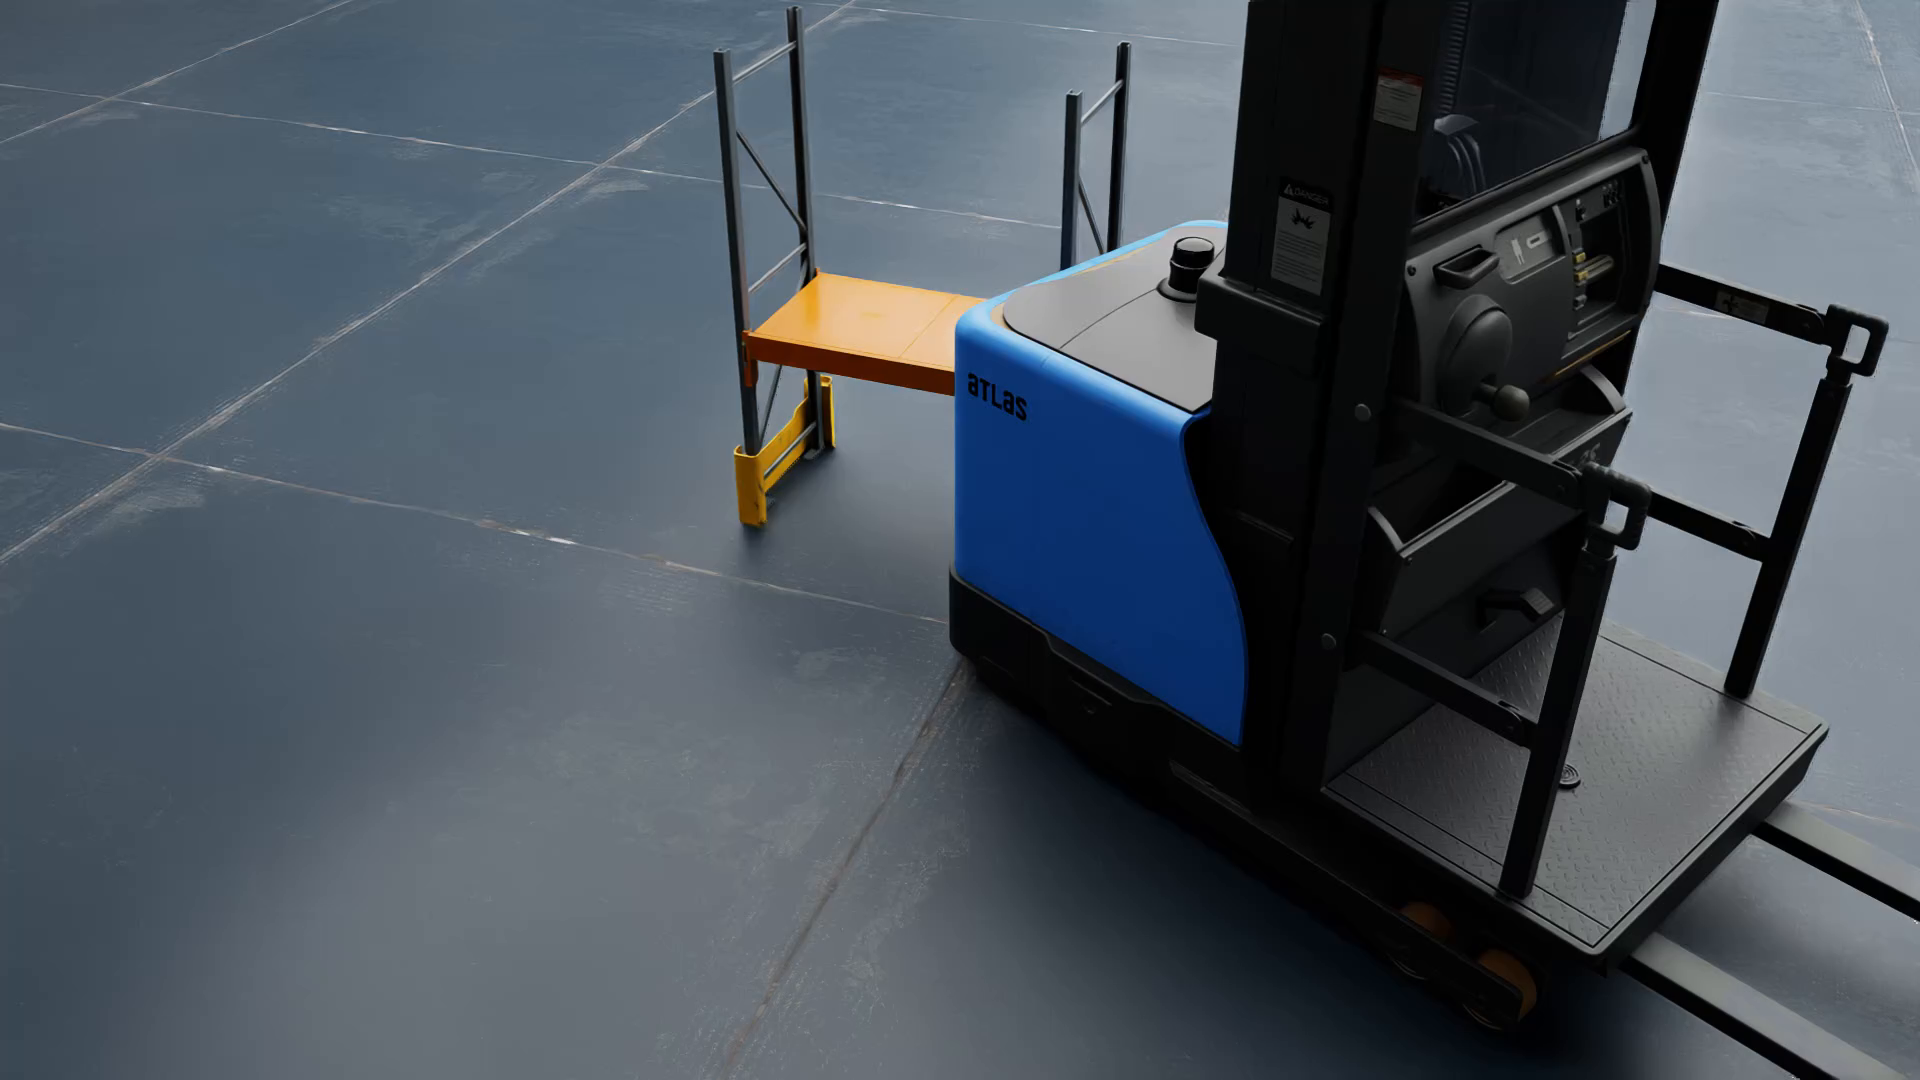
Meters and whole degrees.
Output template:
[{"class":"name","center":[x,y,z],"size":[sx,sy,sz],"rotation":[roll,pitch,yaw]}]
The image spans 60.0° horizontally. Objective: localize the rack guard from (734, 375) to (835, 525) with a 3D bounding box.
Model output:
[{"class":"rack guard","center":[-0.572,-0.307,5.495],"size":[0.087,0.250,0.587],"rotation":[12,35,18]}]

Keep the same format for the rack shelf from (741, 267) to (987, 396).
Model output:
[{"class":"rack shelf","center":[-0.099,-0.581,5.099],"size":[1.000,0.185,0.538],"rotation":[12,35,18]}]

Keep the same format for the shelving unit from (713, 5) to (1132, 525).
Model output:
[{"class":"shelving unit","center":[-0.107,-0.734,5.004],"size":[1.083,1.500,0.587],"rotation":[12,35,18]}]

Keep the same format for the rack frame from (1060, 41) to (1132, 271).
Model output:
[{"class":"rack frame","center":[0.375,-0.633,4.847],"size":[0.032,1.500,0.500],"rotation":[12,35,18]}]

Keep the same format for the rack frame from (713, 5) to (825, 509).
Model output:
[{"class":"rack frame","center":[-0.573,-0.832,5.156],"size":[0.032,1.500,0.500],"rotation":[12,35,18]}]

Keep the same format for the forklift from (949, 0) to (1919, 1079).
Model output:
[{"class":"forklift","center":[1.338,-0.489,3.305],"size":[1.130,2.935,3.031],"rotation":[-27,41,-35]}]
